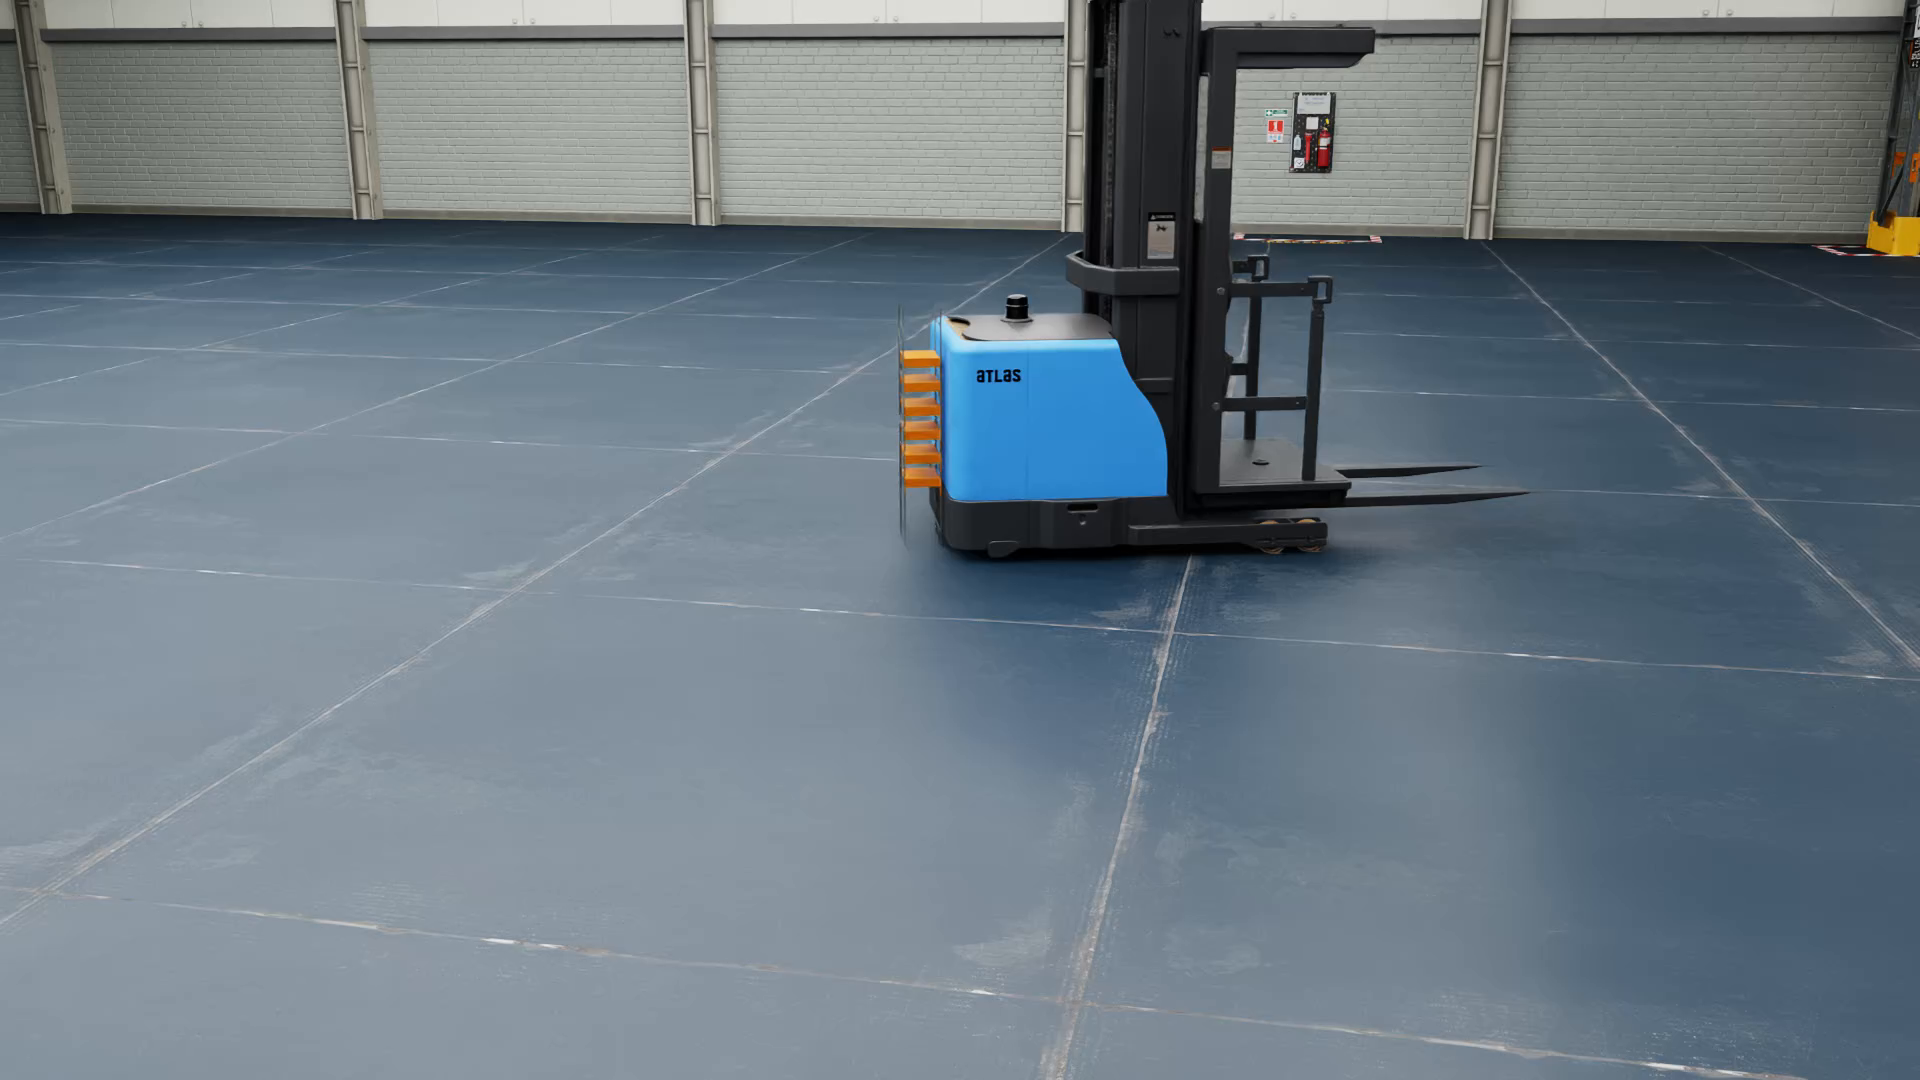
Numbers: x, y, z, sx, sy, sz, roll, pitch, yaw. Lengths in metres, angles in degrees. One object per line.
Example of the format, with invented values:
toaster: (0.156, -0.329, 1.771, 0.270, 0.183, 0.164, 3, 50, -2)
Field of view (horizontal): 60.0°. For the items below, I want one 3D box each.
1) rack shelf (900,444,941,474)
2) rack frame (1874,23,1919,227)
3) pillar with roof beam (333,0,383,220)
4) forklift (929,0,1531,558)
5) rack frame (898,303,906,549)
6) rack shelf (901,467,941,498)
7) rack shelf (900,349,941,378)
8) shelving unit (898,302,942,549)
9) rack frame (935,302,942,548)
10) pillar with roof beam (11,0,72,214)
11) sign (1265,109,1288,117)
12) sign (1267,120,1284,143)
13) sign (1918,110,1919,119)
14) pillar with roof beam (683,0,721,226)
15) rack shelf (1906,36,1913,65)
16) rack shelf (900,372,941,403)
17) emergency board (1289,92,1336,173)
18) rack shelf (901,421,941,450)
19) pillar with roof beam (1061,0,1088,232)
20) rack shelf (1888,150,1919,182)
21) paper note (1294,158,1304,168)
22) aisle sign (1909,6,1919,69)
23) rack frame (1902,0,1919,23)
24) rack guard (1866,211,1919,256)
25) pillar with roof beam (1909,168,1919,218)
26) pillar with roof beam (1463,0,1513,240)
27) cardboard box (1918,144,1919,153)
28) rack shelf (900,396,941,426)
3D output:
rack shelf: (-0.199, -0.410, 8.341, 0.180, 0.103, 0.258, -2, 16, -7)
rack frame: (12.684, -5.403, 22.377, 0.127, 3.000, 1.000, 3, 16, 11)
pillar with roof beam: (-10.834, -8.633, 22.802, 0.400, 9.000, 9.100, 3, 16, 11)
forklift: (1.392, -1.480, 8.345, 3.031, 2.935, 1.130, -2, 16, -7)
rack frame: (-0.290, -0.565, 8.286, 0.006, 1.200, 0.240, -2, 16, -7)
rack shelf: (-0.199, -0.294, 8.373, 0.180, 0.103, 0.258, -2, 16, -7)
rack shelf: (-0.199, -0.873, 8.213, 0.180, 0.103, 0.258, -2, 16, -7)
shelving unit: (-0.199, -0.569, 8.297, 0.189, 1.200, 0.258, -2, 16, -7)
rack frame: (-0.108, -0.572, 8.308, 0.006, 1.200, 0.240, -2, 16, -7)
pillar with roof beam: (-16.714, -8.953, 23.954, 0.400, 9.000, 9.100, 3, 16, 11)
sign: (4.730, -6.379, 24.841, 0.331, 0.109, 0.001, 3, 16, 11)
sign: (4.727, -6.126, 24.921, 0.234, 0.329, 0.001, 3, 16, 11)
sign: (12.576, -5.678, 21.749, 0.005, 0.325, 0.100, 3, 16, 11)
pillar with roof beam: (-4.955, -8.314, 21.650, 0.400, 9.000, 9.100, 3, 16, 11)
rack shelf: (14.644, -6.395, 21.688, 4.000, 0.370, 1.077, 3, 16, 11)
rack shelf: (-0.199, -0.757, 8.245, 0.180, 0.103, 0.258, -2, 16, -7)
emergency board: (5.248, -6.052, 24.722, 0.643, 1.169, 0.194, 3, 16, 11)
rack shelf: (-0.199, -0.526, 8.309, 0.180, 0.103, 0.258, -2, 16, -7)
pillar with roof beam: (0.925, -7.995, 20.497, 0.400, 9.000, 9.100, 3, 16, 11)
rack shelf: (14.644, -4.950, 22.089, 4.000, 0.370, 1.077, 3, 16, 11)
paper note: (5.089, -5.655, 24.939, 0.142, 0.148, 0.016, 3, 16, 11)
aisle sign: (12.554, -6.581, 21.760, 0.004, 0.787, 0.394, 3, 16, 11)
rack frame: (12.684, -8.294, 21.576, 0.127, 3.000, 1.000, 3, 16, 11)
rack guard: (12.758, -4.194, 22.696, 0.348, 0.500, 1.175, 3, 16, 11)
pillar with roof beam: (12.684, -7.357, 18.193, 0.400, 9.000, 9.100, 3, 16, 11)
pillar with roof beam: (6.805, -7.676, 19.345, 0.400, 9.000, 9.100, 3, 16, 11)
cardboard box: (13.181, -5.366, 22.487, 0.500, 0.250, 0.500, 3, 16, 12)
rack shelf: (-0.199, -0.641, 8.277, 0.180, 0.103, 0.258, -2, 16, -7)
